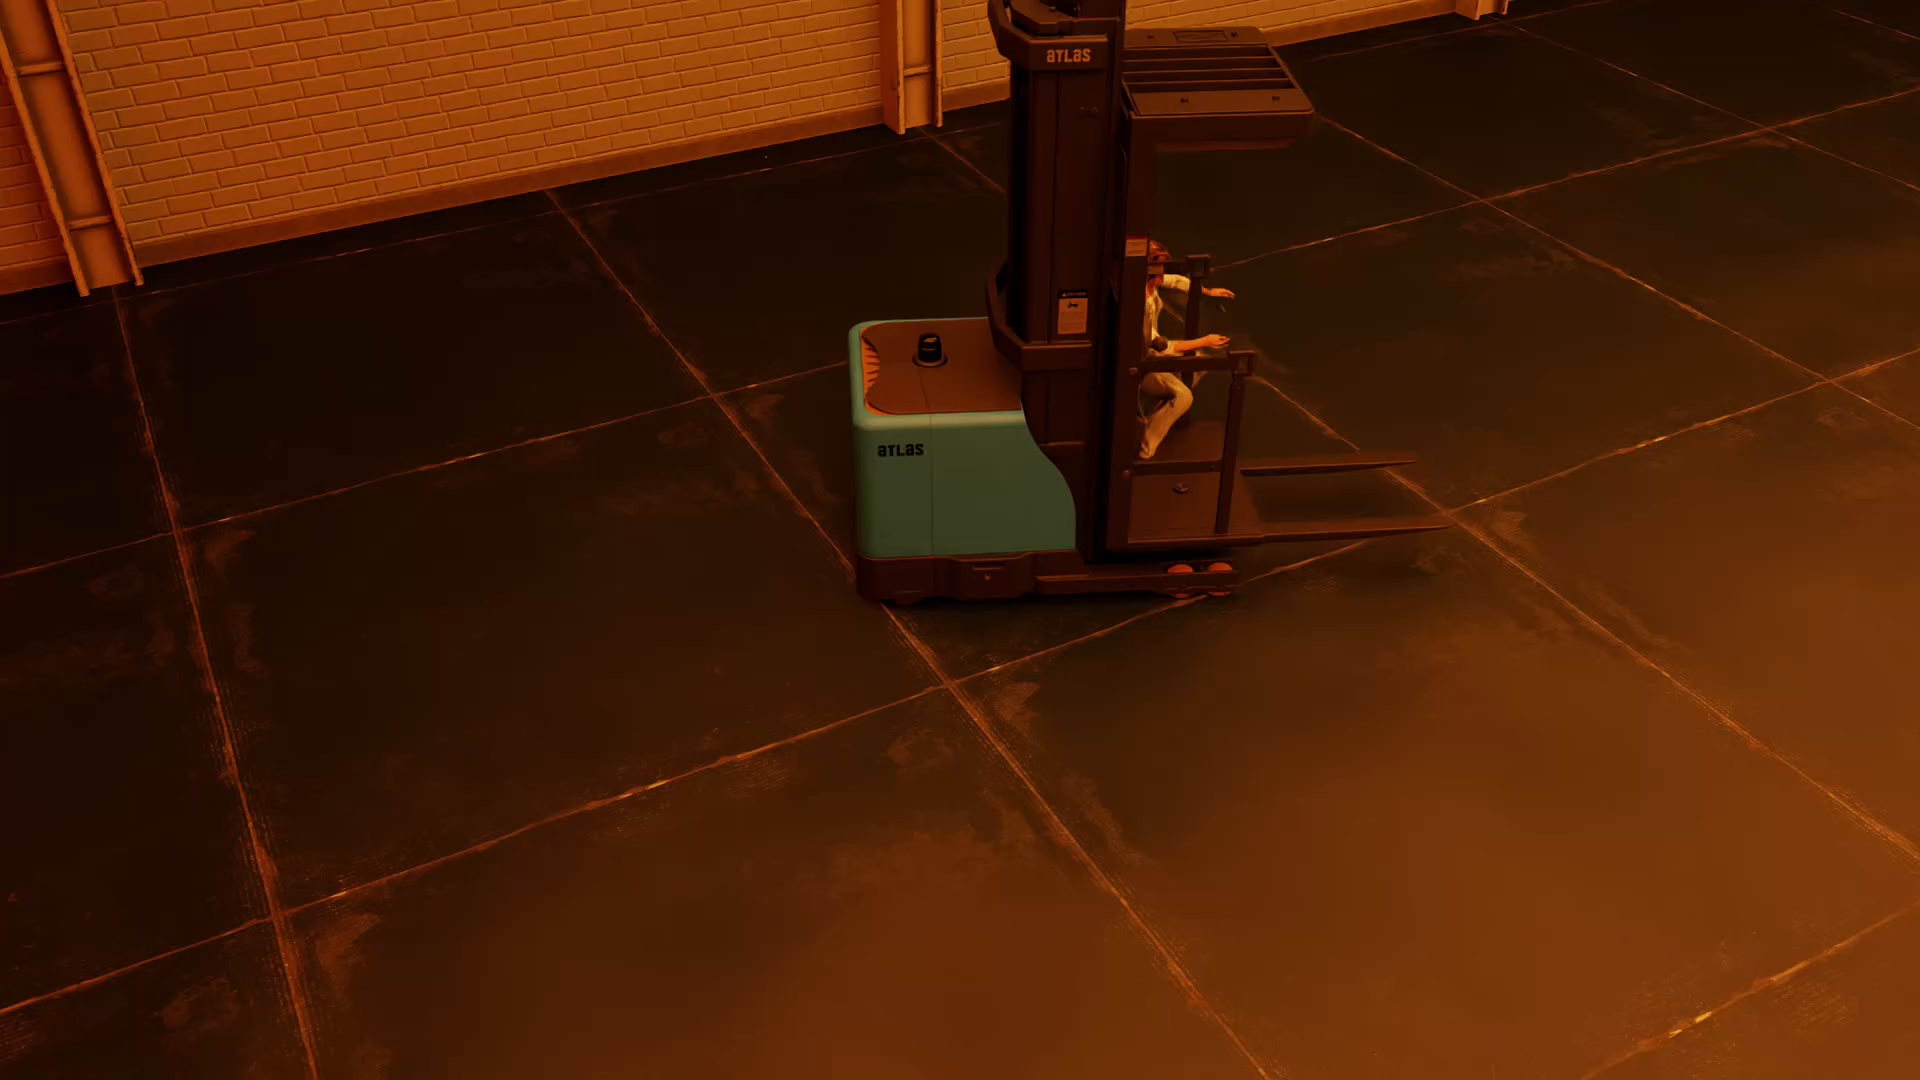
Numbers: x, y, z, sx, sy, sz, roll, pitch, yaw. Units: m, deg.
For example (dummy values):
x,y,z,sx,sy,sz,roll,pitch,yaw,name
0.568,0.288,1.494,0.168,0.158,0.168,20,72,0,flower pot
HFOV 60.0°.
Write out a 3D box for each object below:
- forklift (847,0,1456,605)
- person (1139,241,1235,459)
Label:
x,y,z,sx,sy,sz,roll,pitch,yaw,name
0.968,-1.213,7.839,3.031,2.935,1.130,-3,35,-4,forklift
1.081,-0.938,8.758,0.685,1.365,0.847,14,38,19,person
